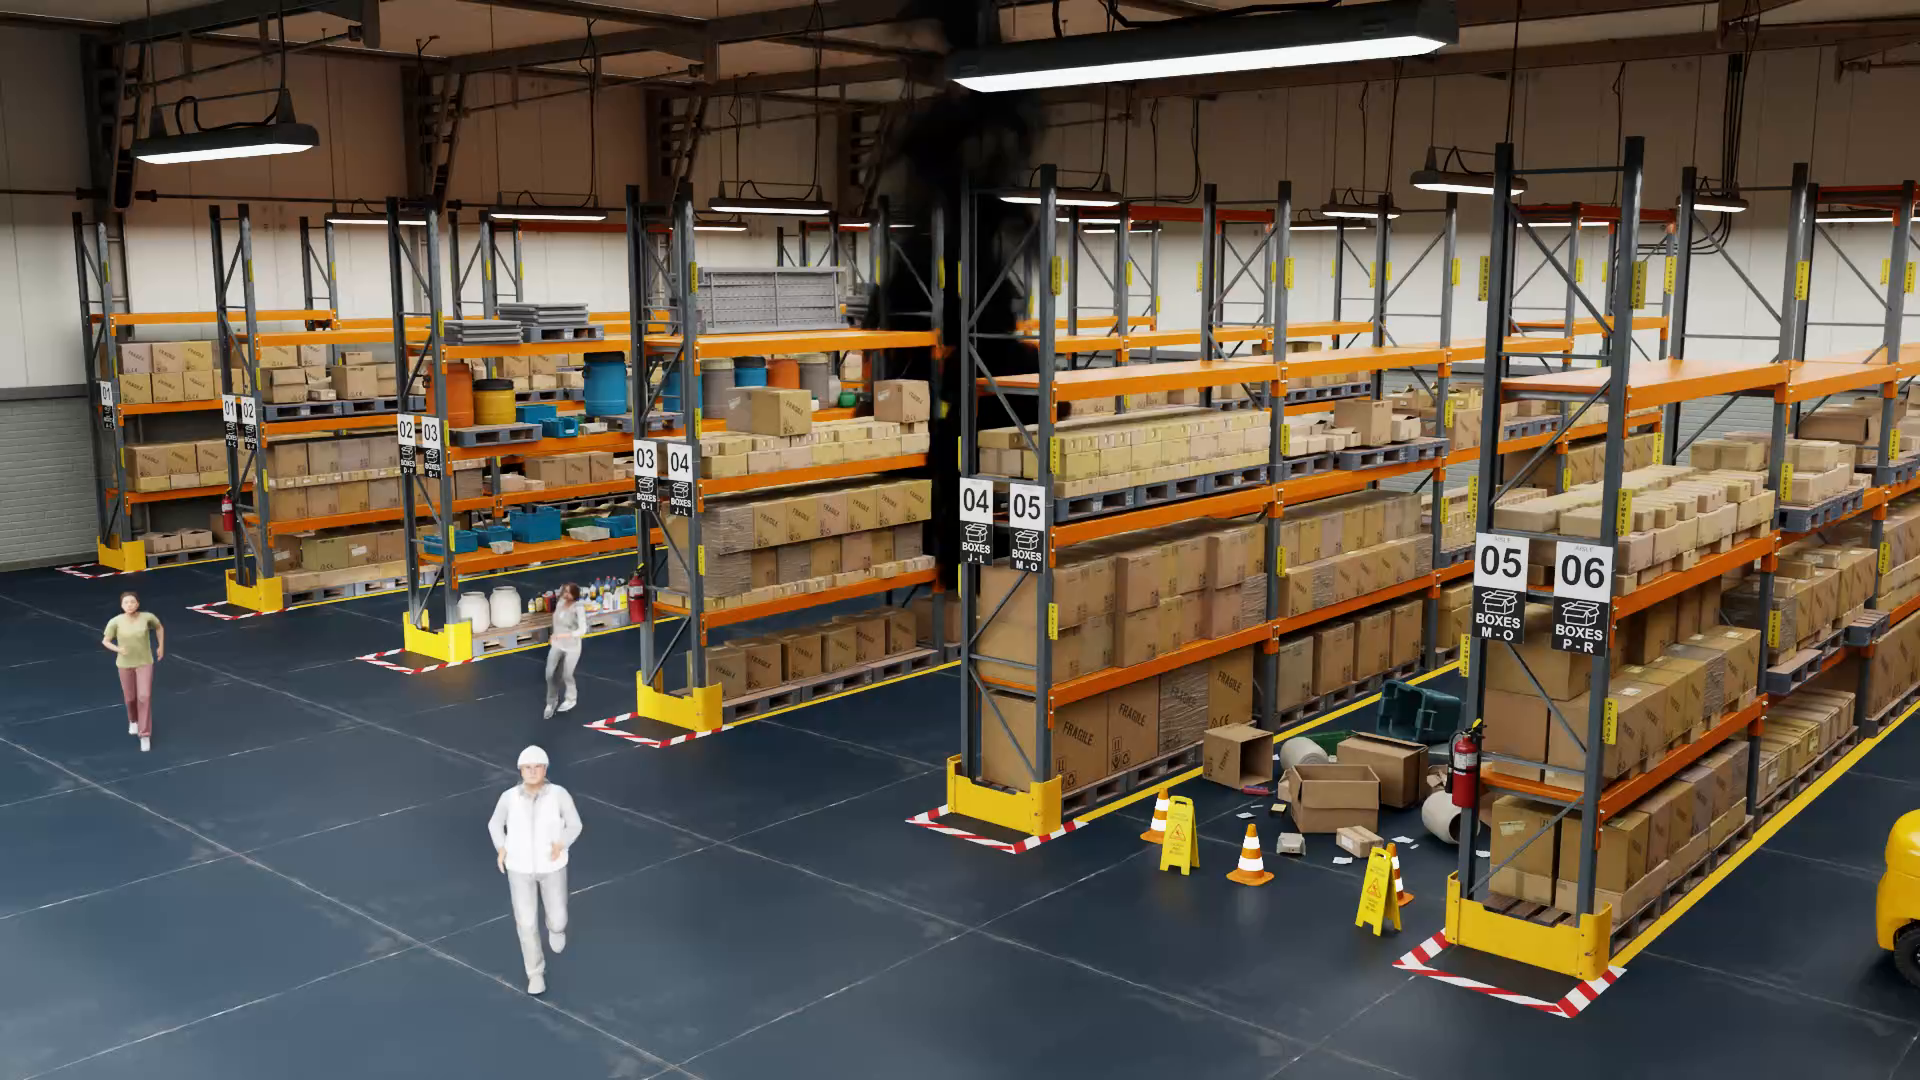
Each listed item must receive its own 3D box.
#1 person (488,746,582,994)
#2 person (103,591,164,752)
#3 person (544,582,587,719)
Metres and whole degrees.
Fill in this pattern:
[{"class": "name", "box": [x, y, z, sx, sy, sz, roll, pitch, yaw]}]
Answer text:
[{"class": "person", "box": [-3.067, 2.339, 12.033, 0.666, 1.732, 0.753, -2, 10, -11]}, {"class": "person", "box": [-8.910, 1.373, 17.974, 0.592, 1.697, 0.853, -4, 10, -25]}, {"class": "person", "box": [-4.497, 1.265, 19.048, 0.544, 1.572, 0.620, 2, 10, 13]}]
